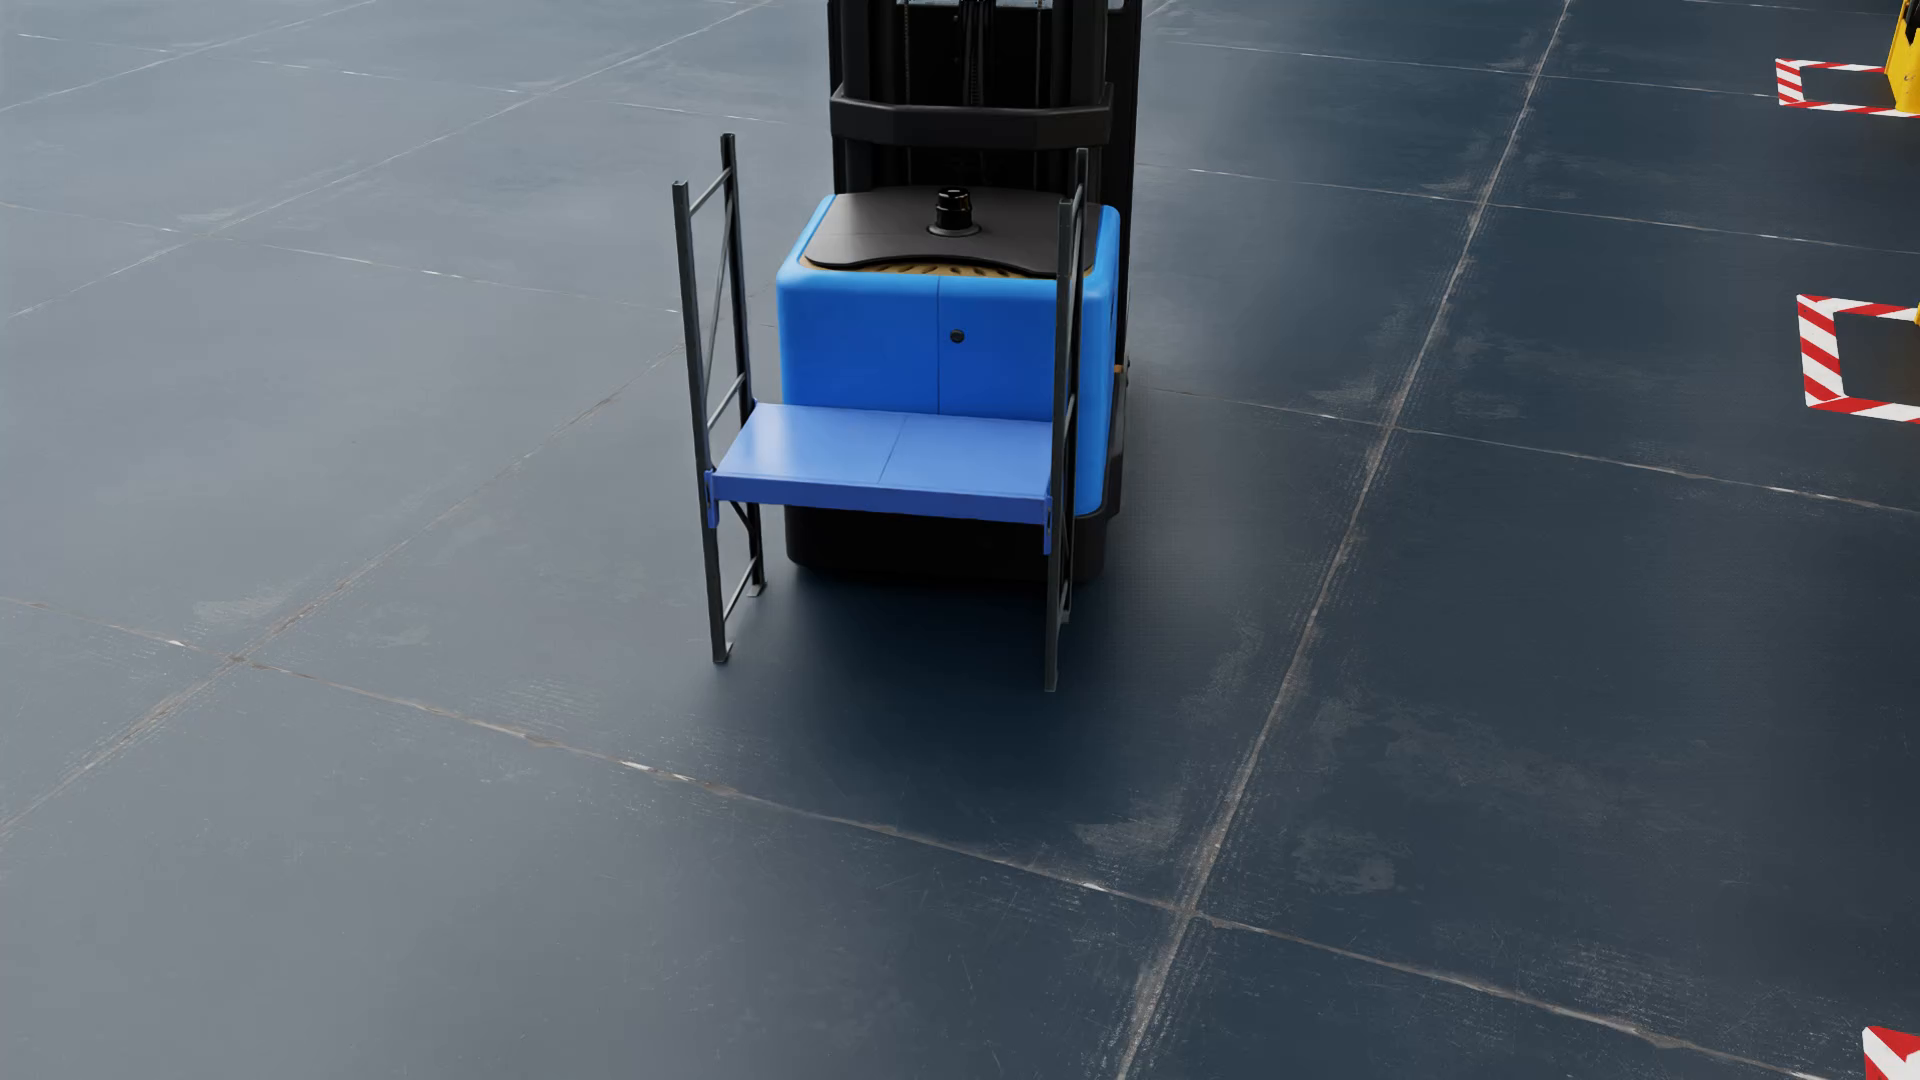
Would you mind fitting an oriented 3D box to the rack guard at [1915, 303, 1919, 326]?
[{"bbox_3d":[4.277,-0.945,6.914,0.348,0.500,1.175,11,31,19],"label":"rack guard"}]

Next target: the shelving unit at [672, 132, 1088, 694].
[{"bbox_3d":[-0.198,-0.357,4.857,1.048,1.500,0.538,4,30,8],"label":"shelving unit"}]

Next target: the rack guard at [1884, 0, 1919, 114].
[{"bbox_3d":[6.328,-3.169,10.849,0.348,0.500,1.175,11,31,19],"label":"rack guard"}]

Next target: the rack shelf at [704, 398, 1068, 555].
[{"bbox_3d":[-0.198,-0.200,4.946,1.000,0.185,0.538,4,30,8],"label":"rack shelf"}]

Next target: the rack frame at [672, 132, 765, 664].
[{"bbox_3d":[-0.700,-0.396,4.926,0.032,1.500,0.500,4,30,8],"label":"rack frame"}]

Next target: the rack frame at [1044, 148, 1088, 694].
[{"bbox_3d":[0.304,-0.318,4.789,0.032,1.500,0.500,4,30,8],"label":"rack frame"}]

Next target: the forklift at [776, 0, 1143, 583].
[{"bbox_3d":[0.114,-1.838,6.023,1.130,2.935,3.031,3,30,6],"label":"forklift"}]

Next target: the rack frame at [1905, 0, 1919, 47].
[{"bbox_3d":[6.258,-4.272,10.259,0.127,3.000,1.000,11,31,19],"label":"rack frame"}]
